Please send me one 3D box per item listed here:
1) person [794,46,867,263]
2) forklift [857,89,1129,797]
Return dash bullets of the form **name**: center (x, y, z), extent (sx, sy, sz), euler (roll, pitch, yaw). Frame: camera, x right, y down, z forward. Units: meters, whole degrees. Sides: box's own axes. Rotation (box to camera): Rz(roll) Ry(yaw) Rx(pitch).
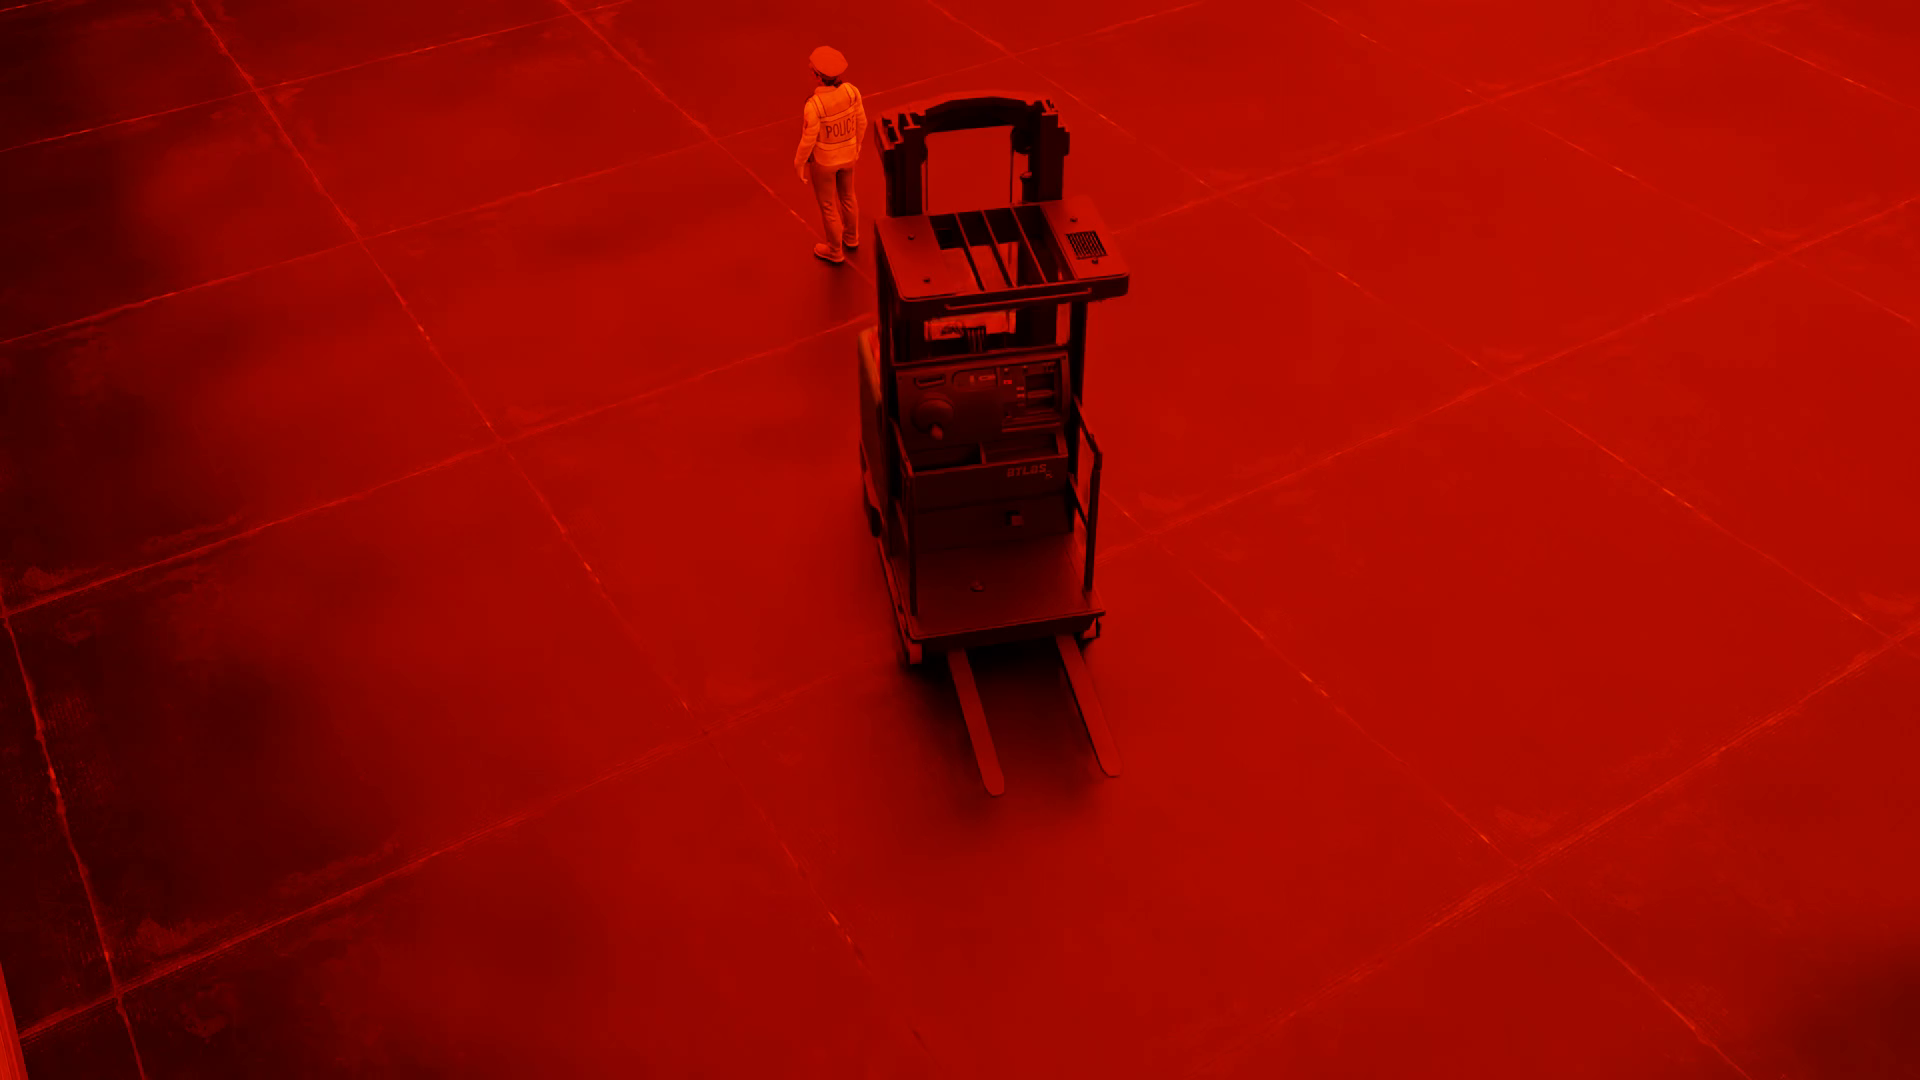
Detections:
- **person**: center (-0.960, -2.780, 11.981), extent (0.587, 1.695, 0.531), euler (-27, 48, -27)
- **forklift**: center (0.173, -0.677, 8.646), extent (1.130, 2.935, 3.031), euler (-8, 42, -9)
